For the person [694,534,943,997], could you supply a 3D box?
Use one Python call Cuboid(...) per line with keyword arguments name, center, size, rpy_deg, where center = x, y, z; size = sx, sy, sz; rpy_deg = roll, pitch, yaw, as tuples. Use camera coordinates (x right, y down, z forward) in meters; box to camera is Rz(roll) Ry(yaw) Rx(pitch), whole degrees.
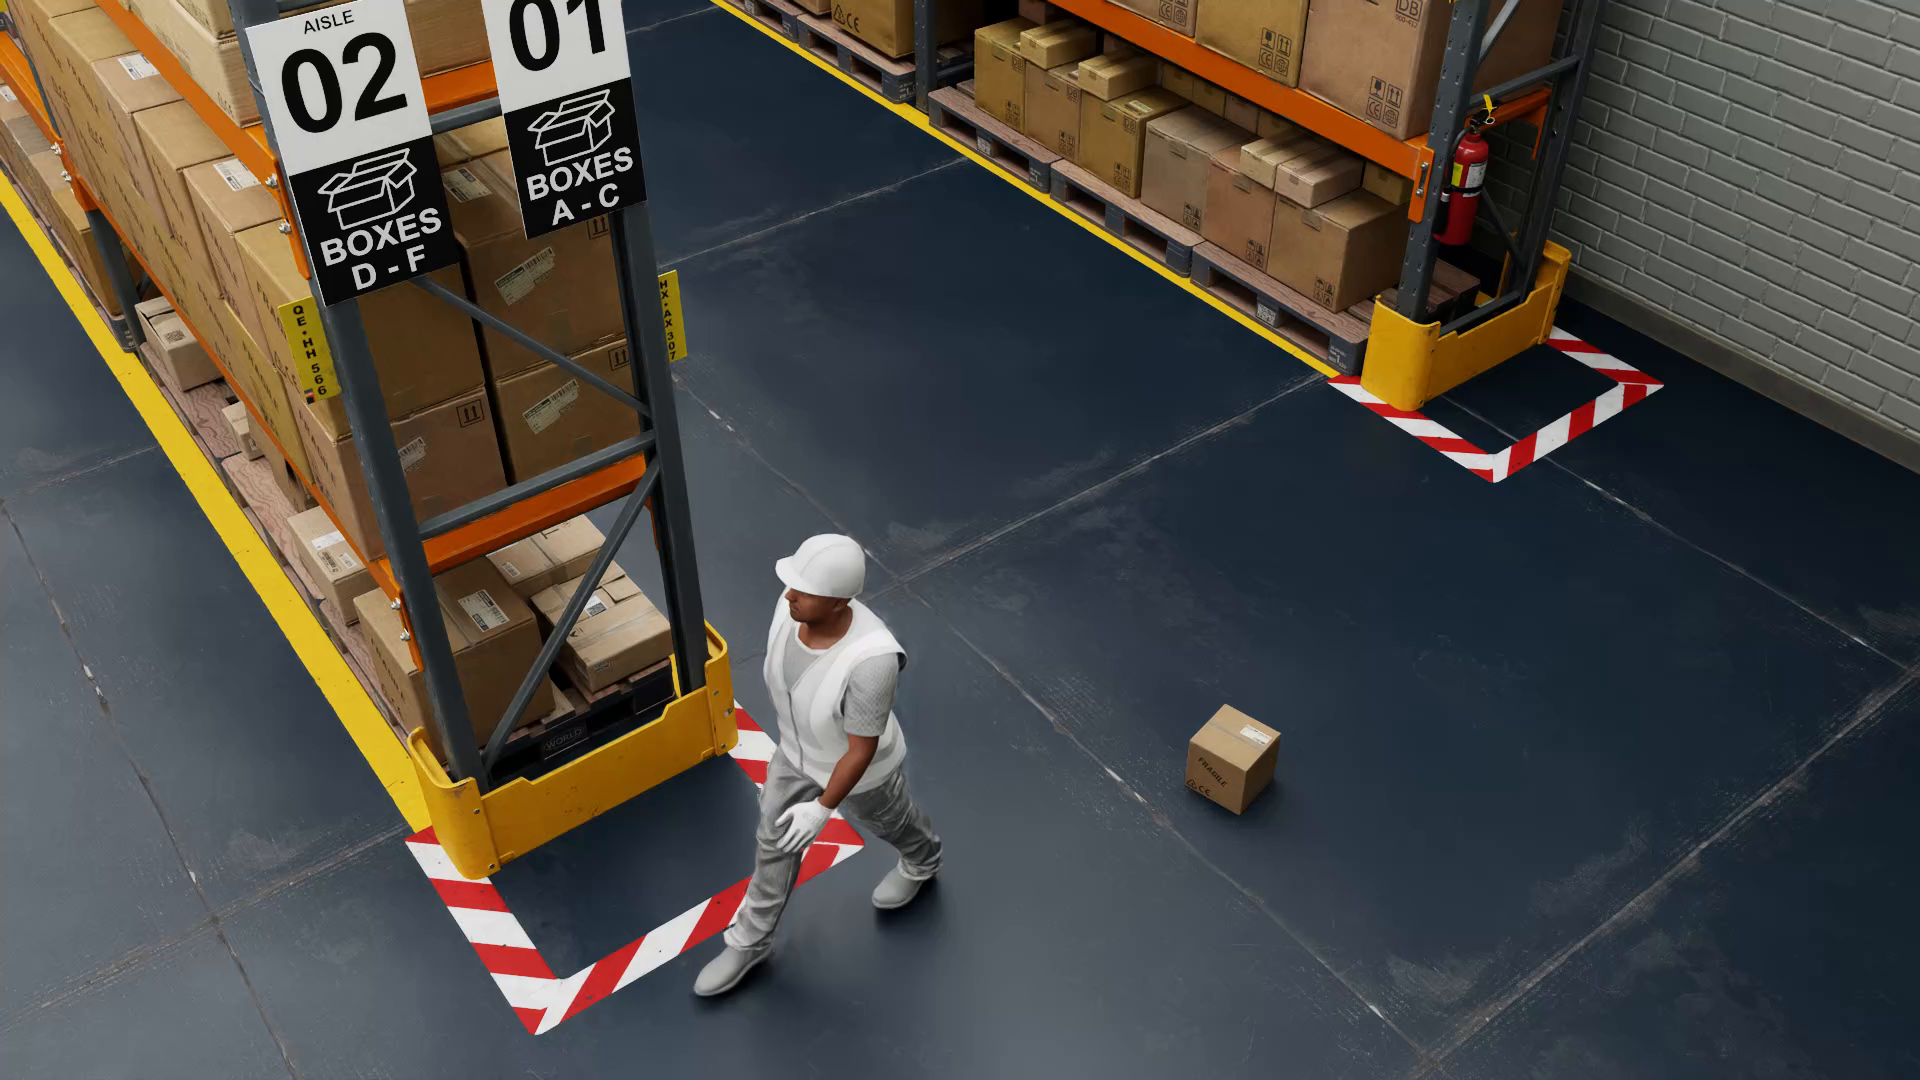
Cuboid(name="person", center=(-0.460, 0.714, 5.264), size=(0.545, 1.741, 0.969), rpy_deg=(32, 50, 32))
